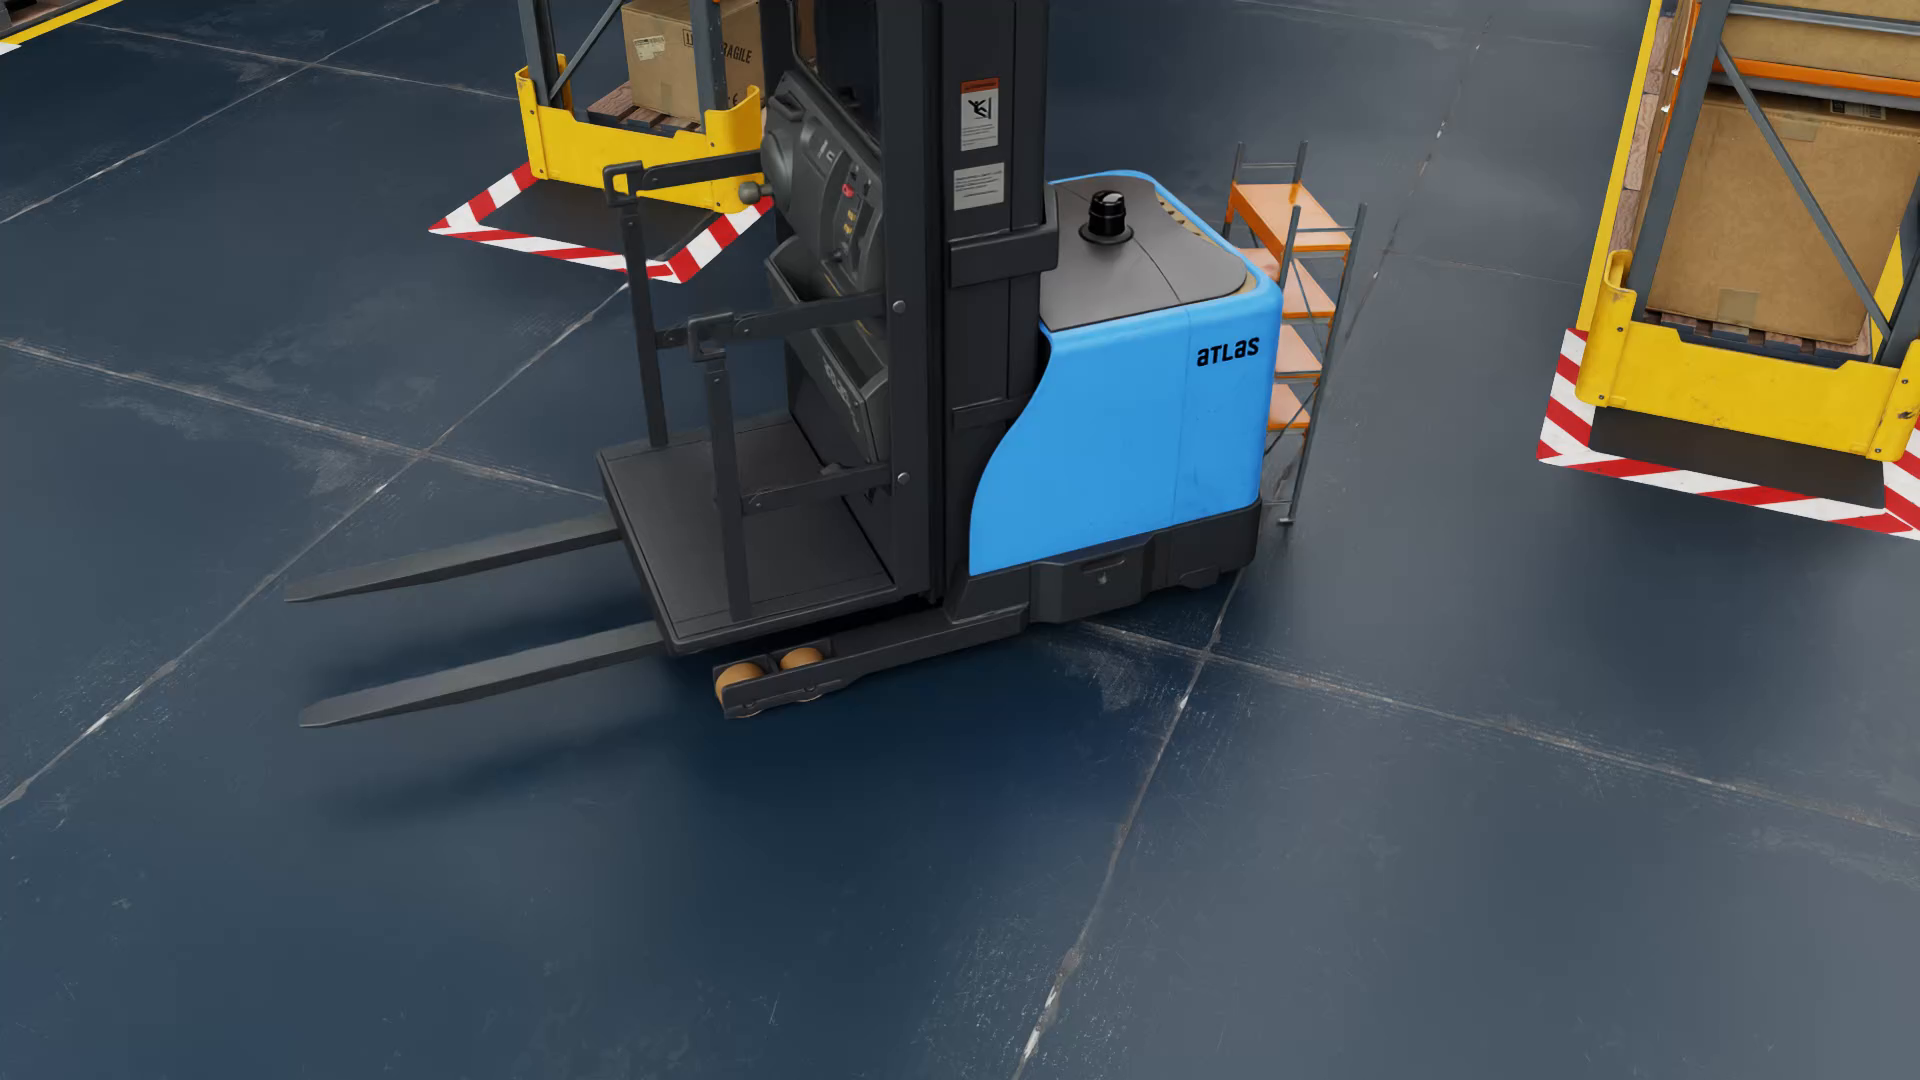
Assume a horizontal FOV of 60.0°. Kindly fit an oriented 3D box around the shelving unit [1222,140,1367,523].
[{"bbox_3d":[1.044,-0.688,5.653,0.258,1.200,0.503,-4,37,-12],"label":"shelving unit"}]

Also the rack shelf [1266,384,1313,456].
[{"bbox_3d":[1.025,-0.473,5.809,0.258,0.148,0.480,-4,37,-12],"label":"rack shelf"}]

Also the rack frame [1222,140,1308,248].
[{"bbox_3d":[0.992,-0.831,5.844,0.240,1.200,0.015,-4,37,-12],"label":"rack frame"}]

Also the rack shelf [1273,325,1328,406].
[{"bbox_3d":[1.040,-0.634,5.693,0.258,0.148,0.480,-4,37,-12],"label":"rack shelf"}]

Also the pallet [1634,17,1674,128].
[{"bbox_3d":[4.163,-2.413,8.802,1.003,0.211,1.213,14,39,18],"label":"pallet"}]

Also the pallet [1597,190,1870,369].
[{"bbox_3d":[3.235,-1.062,6.995,1.003,0.211,1.213,14,39,18],"label":"pallet"}]

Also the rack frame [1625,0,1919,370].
[{"bbox_3d":[3.003,-1.719,5.544,1.000,3.000,0.127,14,39,18],"label":"rack frame"}]

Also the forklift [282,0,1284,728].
[{"bbox_3d":[-0.579,-0.995,4.634,3.031,2.935,1.130,-14,39,-18],"label":"forklift"}]

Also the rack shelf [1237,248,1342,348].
[{"bbox_3d":[1.056,-0.814,5.562,0.258,0.148,0.480,-4,37,-12],"label":"rack shelf"}]

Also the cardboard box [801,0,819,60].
[{"bbox_3d":[-1.097,-2.752,8.664,0.500,0.500,0.500,25,43,29],"label":"cardboard box"}]

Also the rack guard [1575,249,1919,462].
[{"bbox_3d":[2.994,-0.704,6.275,1.175,0.500,0.348,14,39,18],"label":"rack guard"}]

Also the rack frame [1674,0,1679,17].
[{"bbox_3d":[4.525,-3.933,8.507,1.000,3.000,0.127,14,39,18],"label":"rack frame"}]

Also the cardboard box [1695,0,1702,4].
[{"bbox_3d":[3.291,-2.304,6.202,0.875,0.550,0.550,14,39,18],"label":"cardboard box"}]

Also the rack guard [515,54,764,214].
[{"bbox_3d":[-1.517,-1.945,7.935,1.175,0.500,0.348,14,39,18],"label":"rack guard"}]

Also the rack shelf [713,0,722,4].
[{"bbox_3d":[-0.785,-3.724,8.827,1.077,0.370,4.000,14,39,18],"label":"rack shelf"}]

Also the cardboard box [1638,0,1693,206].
[{"bbox_3d":[3.533,-1.914,7.229,0.875,0.875,0.875,13,39,17],"label":"cardboard box"}]

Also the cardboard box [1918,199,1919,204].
[{"bbox_3d":[4.883,-1.840,7.792,0.500,0.500,0.500,21,42,25],"label":"cardboard box"}]

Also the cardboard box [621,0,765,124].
[{"bbox_3d":[-1.293,-2.414,8.211,0.500,0.500,0.500,21,42,26],"label":"cardboard box"}]

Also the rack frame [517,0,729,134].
[{"bbox_3d":[-1.546,-2.905,7.131,1.000,3.000,0.127,14,39,18],"label":"rack frame"}]

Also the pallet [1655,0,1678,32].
[{"bbox_3d":[4.749,-3.261,9.936,1.003,0.211,1.213,14,39,18],"label":"pallet"}]

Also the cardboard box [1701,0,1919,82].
[{"bbox_3d":[3.102,-1.995,5.788,0.875,0.550,0.550,14,39,18],"label":"cardboard box"}]

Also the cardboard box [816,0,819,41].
[{"bbox_3d":[-0.841,-3.095,9.122,0.500,0.500,0.500,18,40,22],"label":"cardboard box"}]

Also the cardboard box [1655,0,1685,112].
[{"bbox_3d":[3.881,-2.418,7.904,0.875,0.875,0.875,14,39,18],"label":"cardboard box"}]

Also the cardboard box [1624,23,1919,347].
[{"bbox_3d":[3.200,-1.426,6.577,0.875,0.875,0.875,14,39,18],"label":"cardboard box"}]

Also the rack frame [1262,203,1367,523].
[{"bbox_3d":[1.097,-0.545,5.463,0.240,1.200,0.015,-4,37,-12],"label":"rack frame"}]

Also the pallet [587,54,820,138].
[{"bbox_3d":[-1.175,-2.272,8.613,1.003,0.211,1.213,14,39,18],"label":"pallet"}]

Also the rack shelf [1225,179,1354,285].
[{"bbox_3d":[1.073,-1.006,5.424,0.258,0.148,0.480,-4,37,-12],"label":"rack shelf"}]

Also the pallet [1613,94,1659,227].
[{"bbox_3d":[3.700,-1.735,7.896,1.003,0.211,1.213,14,39,18],"label":"pallet"}]

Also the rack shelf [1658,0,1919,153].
[{"bbox_3d":[3.764,-2.538,7.241,1.077,0.370,4.000,14,39,18],"label":"rack shelf"}]

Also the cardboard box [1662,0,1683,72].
[{"bbox_3d":[4.221,-2.918,8.573,0.875,0.875,0.875,14,39,18],"label":"cardboard box"}]
